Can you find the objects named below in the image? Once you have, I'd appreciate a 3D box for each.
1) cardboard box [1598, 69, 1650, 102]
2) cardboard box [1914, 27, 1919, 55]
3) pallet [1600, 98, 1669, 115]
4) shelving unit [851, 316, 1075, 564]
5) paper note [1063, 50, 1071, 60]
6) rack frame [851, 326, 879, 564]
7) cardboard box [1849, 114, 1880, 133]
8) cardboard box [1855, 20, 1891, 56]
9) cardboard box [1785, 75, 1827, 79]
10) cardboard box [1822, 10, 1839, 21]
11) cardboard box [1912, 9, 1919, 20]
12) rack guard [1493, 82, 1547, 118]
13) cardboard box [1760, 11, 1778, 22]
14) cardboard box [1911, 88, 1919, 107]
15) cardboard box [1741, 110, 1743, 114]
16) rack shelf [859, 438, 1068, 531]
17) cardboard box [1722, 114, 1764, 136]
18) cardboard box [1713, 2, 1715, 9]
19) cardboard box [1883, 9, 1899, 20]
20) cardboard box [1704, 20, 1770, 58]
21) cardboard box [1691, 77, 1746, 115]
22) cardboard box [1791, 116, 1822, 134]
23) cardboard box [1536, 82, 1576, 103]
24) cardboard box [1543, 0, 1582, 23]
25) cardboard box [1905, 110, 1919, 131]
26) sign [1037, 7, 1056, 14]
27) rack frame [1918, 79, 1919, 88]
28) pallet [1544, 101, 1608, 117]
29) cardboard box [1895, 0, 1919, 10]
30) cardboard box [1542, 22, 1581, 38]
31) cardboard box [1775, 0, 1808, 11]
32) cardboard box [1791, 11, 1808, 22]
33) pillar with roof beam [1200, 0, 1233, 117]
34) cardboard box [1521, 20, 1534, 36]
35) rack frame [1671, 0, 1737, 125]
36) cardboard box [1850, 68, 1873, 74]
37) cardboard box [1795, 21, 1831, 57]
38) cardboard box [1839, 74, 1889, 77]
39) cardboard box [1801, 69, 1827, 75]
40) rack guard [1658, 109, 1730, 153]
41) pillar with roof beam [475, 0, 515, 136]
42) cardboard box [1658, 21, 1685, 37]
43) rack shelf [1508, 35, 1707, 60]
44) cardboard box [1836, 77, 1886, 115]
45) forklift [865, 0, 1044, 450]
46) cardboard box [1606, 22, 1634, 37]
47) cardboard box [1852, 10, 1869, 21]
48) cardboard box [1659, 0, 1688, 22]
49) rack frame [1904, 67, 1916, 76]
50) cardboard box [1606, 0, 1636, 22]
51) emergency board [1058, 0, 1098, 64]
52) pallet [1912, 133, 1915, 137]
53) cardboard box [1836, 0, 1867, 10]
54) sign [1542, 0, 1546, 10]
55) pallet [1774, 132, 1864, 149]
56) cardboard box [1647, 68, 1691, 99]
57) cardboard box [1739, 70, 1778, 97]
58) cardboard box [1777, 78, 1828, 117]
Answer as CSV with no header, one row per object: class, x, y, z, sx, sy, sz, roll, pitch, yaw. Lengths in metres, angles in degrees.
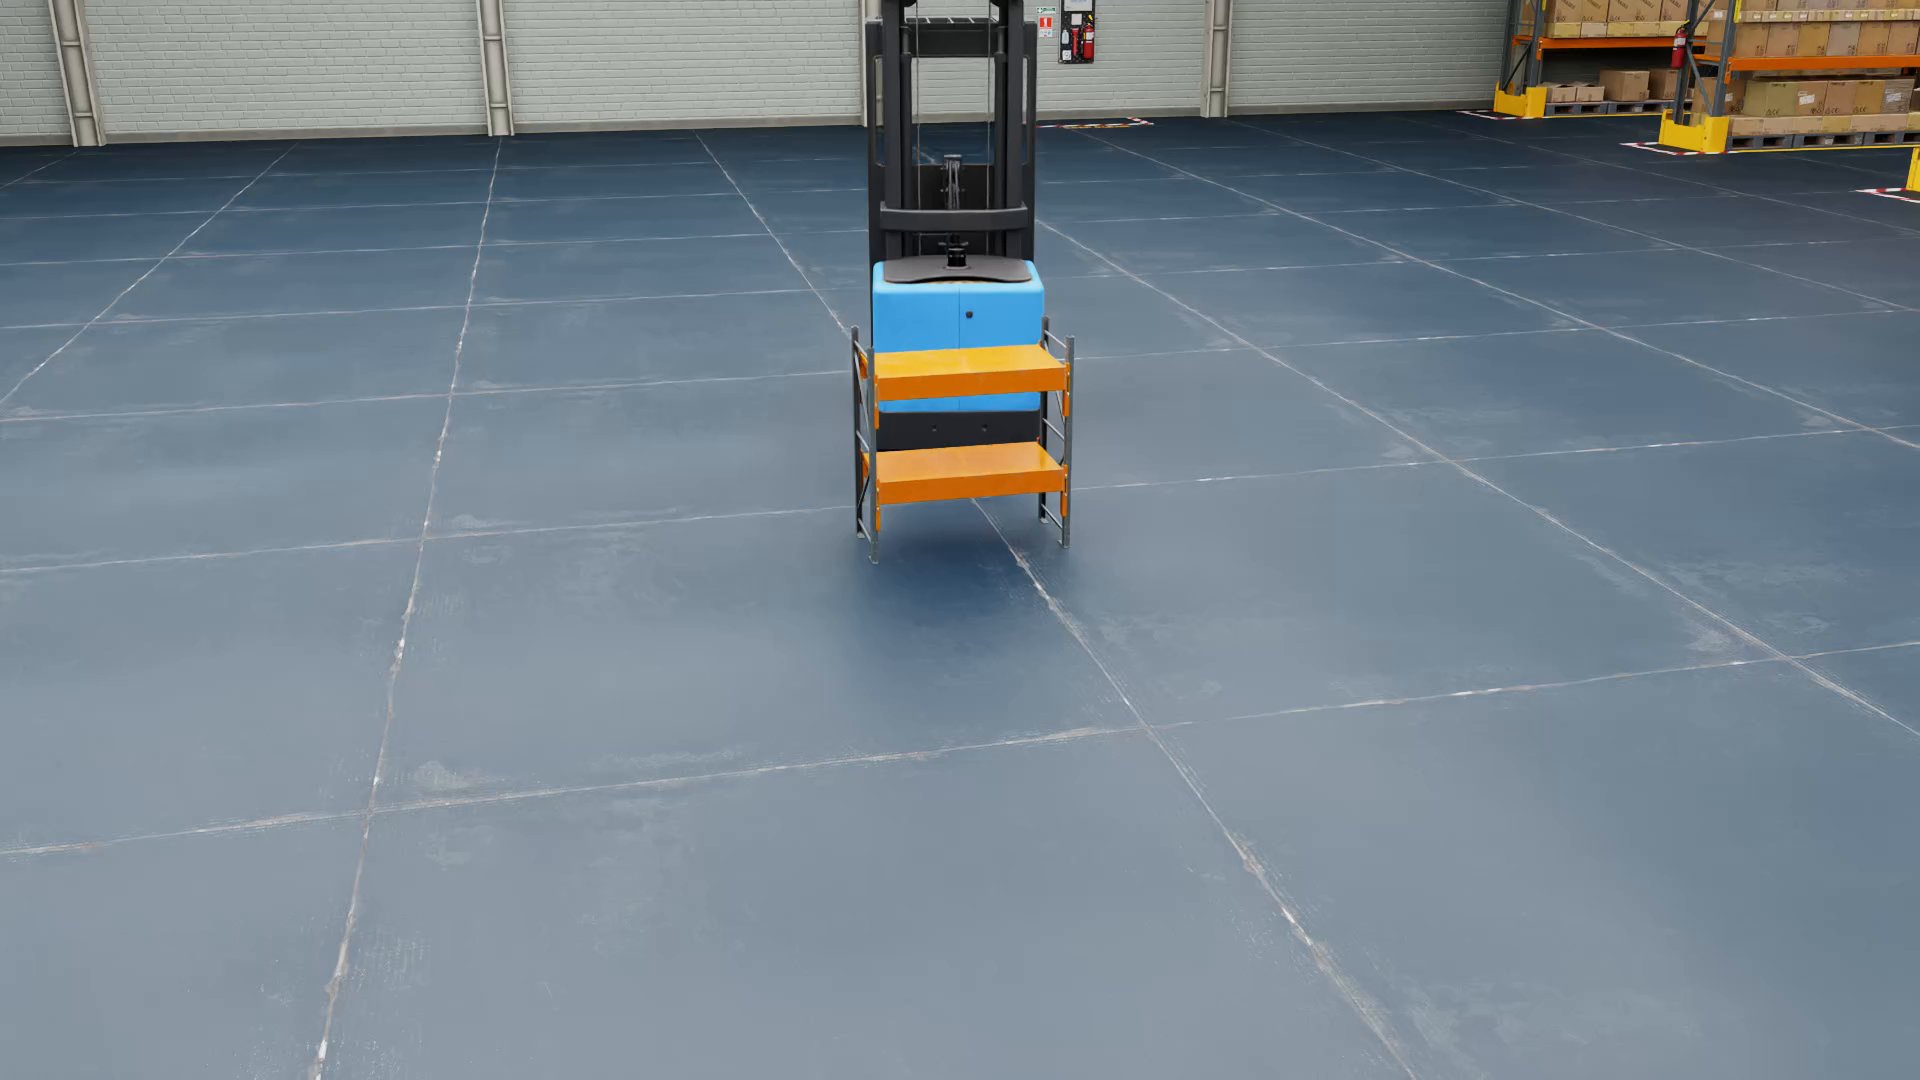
cardboard box,11.742,-8.060,29.452,0.500,0.500,0.700,-6,21,-16
cardboard box,14.374,-7.585,25.014,0.500,0.500,0.700,-5,21,-14
pallet,11.825,-7.761,29.694,1.213,0.211,1.003,-5,21,-12
shelving unit,0.007,-0.529,8.623,1.048,1.125,0.538,-5,21,-12
paper note,1.809,-8.199,28.117,0.142,0.148,0.016,-5,21,-12
rack frame,-0.488,-0.488,8.513,0.032,1.125,0.500,-5,21,-12
cardboard box,13.431,-6.290,25.013,0.500,0.250,0.500,-5,21,-12
cardboard box,13.373,-7.502,24.789,0.500,0.500,0.700,-4,21,-12
cardboard box,12.821,-6.782,25.264,0.500,0.500,0.500,-5,21,-12
cardboard box,12.596,-7.672,24.308,0.250,0.149,0.380,-5,21,-13
cardboard box,14.093,-7.793,24.639,0.250,0.149,0.380,-5,21,-14
rack guard,9.842,-7.749,29.241,0.348,0.500,1.175,-5,21,-12
cardboard box,11.599,-7.591,24.087,0.250,0.149,0.380,-5,21,-14
cardboard box,15.132,-6.872,25.786,0.500,0.311,0.500,-5,21,-12
cardboard box,11.849,-6.349,25.174,0.500,0.250,0.500,-5,21,-12
rack shelf,0.007,-0.299,8.707,1.000,0.278,0.538,-5,21,-12
cardboard box,11.484,-6.132,24.582,0.500,0.250,0.500,-5,21,-12
cardboard box,13.272,-9.383,29.167,0.500,0.500,0.500,-5,21,-13
cardboard box,13.598,-7.753,24.531,0.250,0.149,0.380,-5,21,-13
cardboard box,11.369,-7.338,24.340,0.500,0.500,0.700,-5,21,-12
cardboard box,11.365,-6.659,24.928,0.500,0.500,0.500,-5,21,-12
cardboard box,12.457,-6.213,24.801,0.500,0.250,0.500,-5,21,-12
cardboard box,10.462,-7.885,29.248,0.500,0.311,0.500,-7,21,-19
cardboard box,10.302,-9.145,28.516,0.500,0.500,0.500,-5,21,-12
cardboard box,14.403,-6.371,25.234,0.500,0.250,0.500,-5,21,-12
sign,1.442,-8.857,27.811,0.331,0.109,0.001,-5,21,-12
rack frame,17.553,-9.549,30.523,0.127,3.000,1.000,-5,21,-12
pallet,10.641,-7.665,29.434,1.213,0.211,1.003,-5,21,-12
cardboard box,13.882,-8.153,24.680,0.500,0.500,0.700,-5,21,-13
cardboard box,10.316,-8.788,28.632,0.500,0.250,0.500,-5,21,-14
cardboard box,11.931,-7.995,24.247,0.500,0.500,0.700,-5,21,-14
cardboard box,12.088,-7.629,24.192,0.250,0.149,0.380,-5,21,-13
pillar with roof beam,5.402,-10.162,23.474,0.400,9.000,9.100,-5,21,-12
cardboard box,10.178,-8.957,29.095,0.500,0.250,0.500,-4,21,-12
rack frame,10.911,-7.258,24.268,0.127,3.000,1.000,-5,21,-12
cardboard box,16.336,-8.506,30.669,0.500,0.500,0.700,-5,21,-13
cardboard box,12.363,-7.419,24.560,0.500,0.500,0.700,-5,21,-12
cardboard box,13.796,-6.859,25.475,0.500,0.500,0.500,-5,21,-12
cardboard box,15.370,-8.414,30.418,0.500,0.500,0.700,-4,21,-12
rack guard,10.888,-6.083,24.693,0.348,0.500,1.175,-5,21,-12
pillar with roof beam,-6.276,-9.212,20.881,0.400,9.000,9.100,-5,21,-12
cardboard box,12.297,-8.951,29.079,0.500,0.250,0.500,-5,21,-13
rack shelf,11.714,-8.737,29.350,4.000,0.370,1.077,-5,21,-12
cardboard box,13.428,-6.647,24.896,0.500,0.500,0.500,-5,21,-12
forklift,-0.067,-2.378,11.046,1.130,2.935,3.031,-1,20,-2
cardboard box,11.315,-8.872,28.862,0.500,0.250,0.500,-5,21,-13
cardboard box,13.095,-7.711,24.416,0.250,0.149,0.380,-4,20,-11
cardboard box,12.295,-9.305,28.955,0.500,0.500,0.500,-5,21,-14
rack frame,14.804,-7.575,25.133,0.127,3.000,1.000,-5,21,-12
cardboard box,11.289,-9.219,28.720,0.500,0.500,0.500,-5,21,-14
emergency board,1.997,-8.604,27.940,0.643,1.169,0.194,-5,21,-12
pallet,15.512,-6.337,25.807,1.213,0.211,1.003,-5,21,-12
cardboard box,12.908,-8.075,24.465,0.500,0.500,0.700,-5,21,-12
sign,9.893,-9.141,28.150,0.005,0.325,0.100,-5,21,-12
pallet,12.831,-6.119,25.212,1.213,0.211,1.003,-5,21,-12
cardboard box,12.660,-8.170,29.752,0.500,0.500,0.500,-6,21,-17
cardboard box,14.373,-8.330,30.187,0.500,0.500,0.700,-4,20,-11
cardboard box,12.454,-6.569,24.682,0.500,0.500,0.500,-5,21,-12
